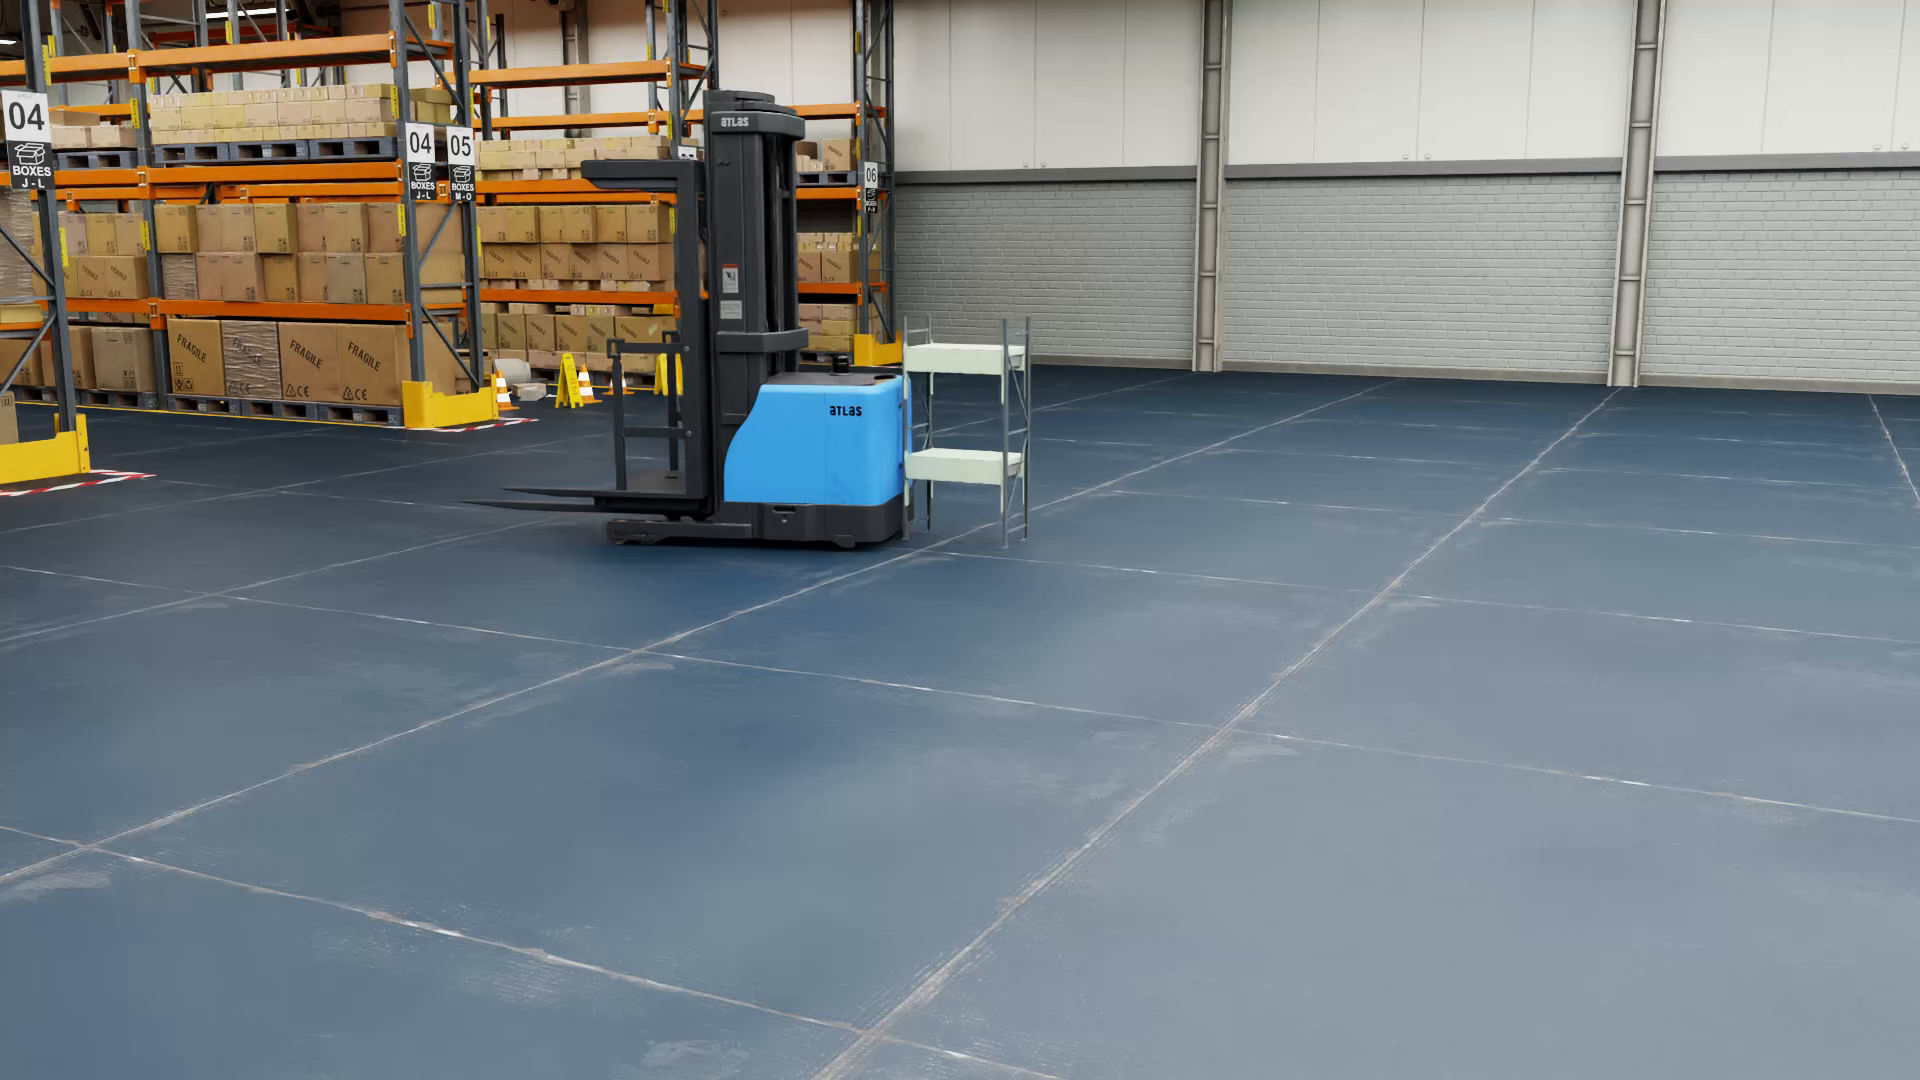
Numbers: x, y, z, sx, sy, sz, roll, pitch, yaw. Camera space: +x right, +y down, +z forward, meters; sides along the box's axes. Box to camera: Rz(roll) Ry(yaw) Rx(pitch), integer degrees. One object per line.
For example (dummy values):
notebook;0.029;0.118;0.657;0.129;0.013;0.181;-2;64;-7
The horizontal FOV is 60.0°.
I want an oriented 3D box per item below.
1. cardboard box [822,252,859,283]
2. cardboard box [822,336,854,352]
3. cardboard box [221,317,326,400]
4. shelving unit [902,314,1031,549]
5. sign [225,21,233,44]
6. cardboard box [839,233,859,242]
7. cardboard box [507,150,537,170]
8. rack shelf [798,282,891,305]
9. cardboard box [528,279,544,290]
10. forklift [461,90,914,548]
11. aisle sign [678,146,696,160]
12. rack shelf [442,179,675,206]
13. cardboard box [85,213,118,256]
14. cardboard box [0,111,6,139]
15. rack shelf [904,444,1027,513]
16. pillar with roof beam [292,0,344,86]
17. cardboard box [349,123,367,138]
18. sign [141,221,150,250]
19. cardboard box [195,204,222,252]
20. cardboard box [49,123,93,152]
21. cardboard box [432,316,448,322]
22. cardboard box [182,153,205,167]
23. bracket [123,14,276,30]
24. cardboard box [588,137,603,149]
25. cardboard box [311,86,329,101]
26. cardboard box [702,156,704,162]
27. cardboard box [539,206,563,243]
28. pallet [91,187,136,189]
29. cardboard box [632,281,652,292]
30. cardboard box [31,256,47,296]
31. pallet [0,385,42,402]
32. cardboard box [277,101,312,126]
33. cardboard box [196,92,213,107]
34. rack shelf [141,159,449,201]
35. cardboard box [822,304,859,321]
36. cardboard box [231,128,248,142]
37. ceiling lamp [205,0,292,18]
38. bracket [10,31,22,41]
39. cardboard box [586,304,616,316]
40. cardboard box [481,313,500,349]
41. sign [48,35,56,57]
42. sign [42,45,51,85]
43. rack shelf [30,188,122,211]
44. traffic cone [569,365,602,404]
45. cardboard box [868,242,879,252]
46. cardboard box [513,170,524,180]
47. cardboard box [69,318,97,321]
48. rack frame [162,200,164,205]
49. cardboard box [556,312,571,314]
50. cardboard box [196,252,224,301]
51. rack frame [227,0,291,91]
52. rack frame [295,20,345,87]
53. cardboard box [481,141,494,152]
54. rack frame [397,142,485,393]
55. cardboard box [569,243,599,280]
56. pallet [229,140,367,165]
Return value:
cardboard box;-1.896;-4.411;26.897;0.500;0.500;0.500;5;11;25
cardboard box;-1.899;-3.205;27.057;0.500;0.250;0.500;5;11;26
cardboard box;-7.875;-2.118;19.298;0.875;0.875;0.875;5;11;26
shelving unit;0.041;-0.737;11.093;0.755;1.500;0.431;5;11;25
sign;-10.948;-7.603;24.902;0.005;0.325;0.100;5;11;26
cardboard box;-1.753;-4.874;26.800;0.250;0.149;0.380;5;11;26
cardboard box;-5.935;-5.276;23.124;0.500;0.250;0.500;5;11;26
rack shelf;-3.132;-4.168;27.858;4.000;0.370;1.077;5;11;26
cardboard box;-5.835;-3.585;23.320;0.250;0.149;0.380;5;11;26
forklift;-1.891;-1.496;11.263;3.031;2.935;1.130;2;10;11
aisle sign;-3.604;-4.800;22.027;0.004;0.787;0.394;5;11;26
rack shelf;-5.325;-4.851;23.209;4.000;0.370;1.077;5;11;26
cardboard box;-10.128;-3.708;20.206;0.500;0.500;0.700;5;11;25
cardboard box;-8.234;-3.470;13.980;0.500;0.250;0.500;5;12;28
rack shelf;0.041;-0.417;11.151;0.720;0.370;0.431;5;11;25
pillar with roof beam;-14.230;-7.773;28.913;0.548;9.000;9.100;5;11;26
cardboard box;-6.305;-4.373;17.794;0.250;0.149;0.380;5;11;26
sign;-9.449;-3.532;19.292;0.005;0.325;0.100;5;11;26
cardboard box;-8.358;-3.634;19.434;0.550;0.550;0.875;5;11;26
cardboard box;-10.887;-4.879;20.134;0.500;0.311;0.500;5;11;24
cardboard box;-9.431;-4.012;30.813;0.500;0.500;0.500;5;11;25
cardboard box;-11.677;-5.981;25.975;0.500;0.500;0.700;4;11;23
bracket;-15.165;-10.411;33.381;4.783;0.066;0.076;5;11;26
cardboard box;-4.837;-5.388;22.622;0.250;0.149;0.380;5;11;26
cardboard box;-6.769;-4.806;17.947;0.250;0.149;0.380;5;12;27
cardboard box;-4.287;-6.263;27.782;0.500;0.311;0.500;5;12;27
cardboard box;-5.425;-4.391;23.145;0.500;0.500;0.700;5;11;25
pallet;-13.449;-5.835;27.160;1.217;0.209;0.805;5;11;24
cardboard box;-4.238;-3.445;22.550;0.250;0.149;0.380;5;11;25
cardboard box;-11.167;-3.255;20.512;0.500;0.500;0.500;5;11;25
pallet;-12.131;-1.957;21.451;1.213;0.211;1.003;5;11;26
cardboard box;-7.091;-4.651;18.207;0.500;0.250;0.500;5;11;25
cardboard box;-8.358;-4.946;18.720;0.250;0.149;0.380;5;11;25
rack shelf;-7.424;-4.053;18.797;4.000;0.370;1.077;5;11;26
cardboard box;-1.889;-3.697;26.967;0.500;0.250;0.500;5;12;28
cardboard box;-7.899;-4.513;18.569;0.250;0.149;0.380;5;11;26
ceiling lamp;-12.320;-10.717;28.790;2.000;3.185;0.800;5;11;26
bracket;-20.361;-10.868;35.903;0.430;0.232;0.235;5;11;26
cardboard box;-4.948;-3.173;22.956;0.250;0.149;0.380;5;12;27
cardboard box;-6.709;-3.020;23.929;0.500;0.500;0.500;6;12;29
sign;-14.560;-7.920;26.656;0.005;0.325;0.100;5;11;26
sign;-7.676;-3.982;13.930;0.005;0.325;0.100;5;11;26
rack shelf;-16.086;-5.797;28.434;4.000;0.370;1.077;5;11;26
traffic cone;-4.674;-1.947;20.689;0.334;0.463;0.336;5;11;26
cardboard box;-1.528;-4.801;27.233;0.250;0.149;0.380;5;11;24
cardboard box;-6.024;-5.095;23.242;0.250;0.149;0.380;5;11;24
cardboard box;-14.808;-3.530;28.325;0.875;0.438;0.875;5;11;25
rack frame;-15.687;-5.625;33.890;0.127;3.000;1.000;5;11;26
cardboard box;-5.554;-3.026;23.962;0.500;0.500;0.500;6;12;29
cardboard box;-8.379;-3.095;19.488;0.550;0.550;0.875;5;11;26
rack frame;-10.705;-7.154;25.490;0.127;3.000;1.000;5;11;26
rack frame;-12.100;-8.262;31.614;0.127;3.000;1.000;5;11;26
cardboard box;-6.501;-5.516;23.332;0.250;0.149;0.380;5;11;24
rack frame;-5.631;-2.773;18.129;0.127;3.000;1.000;5;11;26
cardboard box;-5.034;-3.846;22.942;0.500;0.500;0.500;5;11;26
pallet;-7.399;-4.358;18.714;1.213;0.211;1.003;5;11;26
